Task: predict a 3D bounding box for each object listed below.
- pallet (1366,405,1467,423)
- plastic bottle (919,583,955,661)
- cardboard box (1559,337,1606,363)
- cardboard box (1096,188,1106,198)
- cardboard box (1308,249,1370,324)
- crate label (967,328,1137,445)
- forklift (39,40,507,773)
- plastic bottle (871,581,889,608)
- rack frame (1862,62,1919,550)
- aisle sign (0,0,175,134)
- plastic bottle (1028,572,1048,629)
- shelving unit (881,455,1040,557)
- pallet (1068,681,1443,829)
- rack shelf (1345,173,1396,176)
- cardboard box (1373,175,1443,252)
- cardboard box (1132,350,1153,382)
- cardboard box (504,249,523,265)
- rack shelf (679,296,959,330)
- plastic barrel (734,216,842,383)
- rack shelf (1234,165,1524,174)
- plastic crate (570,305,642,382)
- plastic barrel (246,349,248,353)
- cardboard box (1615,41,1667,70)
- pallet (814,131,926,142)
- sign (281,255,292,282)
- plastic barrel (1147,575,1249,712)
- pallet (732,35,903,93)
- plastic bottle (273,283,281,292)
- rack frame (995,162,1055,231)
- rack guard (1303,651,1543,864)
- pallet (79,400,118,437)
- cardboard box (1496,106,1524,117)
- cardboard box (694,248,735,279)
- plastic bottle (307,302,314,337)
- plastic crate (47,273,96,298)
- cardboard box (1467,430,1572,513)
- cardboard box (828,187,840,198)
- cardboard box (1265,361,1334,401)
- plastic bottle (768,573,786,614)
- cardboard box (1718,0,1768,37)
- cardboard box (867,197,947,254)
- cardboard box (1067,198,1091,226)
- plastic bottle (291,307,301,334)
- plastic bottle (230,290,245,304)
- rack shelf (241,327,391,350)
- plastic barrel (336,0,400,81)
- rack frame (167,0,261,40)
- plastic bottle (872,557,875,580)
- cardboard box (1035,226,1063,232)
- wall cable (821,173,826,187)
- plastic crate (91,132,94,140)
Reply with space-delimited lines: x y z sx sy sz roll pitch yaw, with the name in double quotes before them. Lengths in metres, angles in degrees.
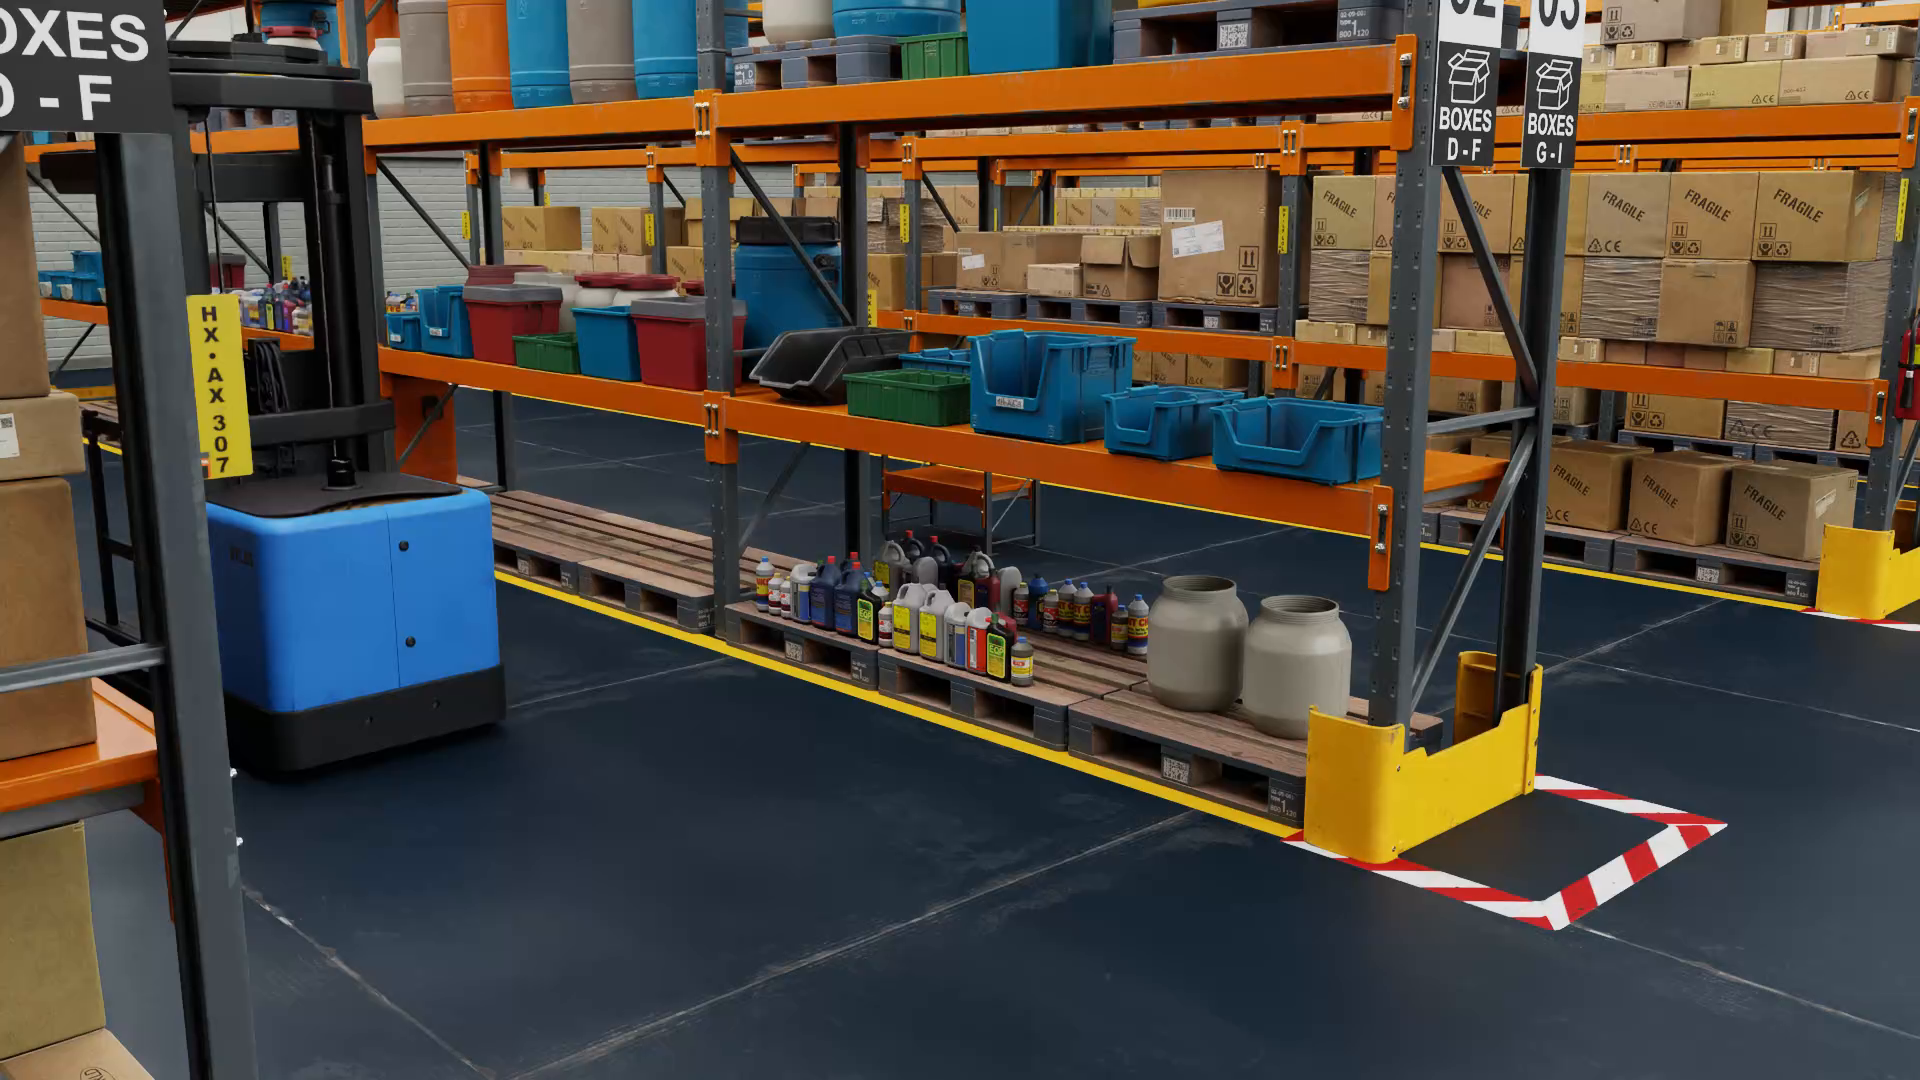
"pallet" 4.900 -1.288 17.138 1.003 0.211 1.213 -11 16 -43
"plastic bottle" -0.096 0.368 7.667 0.144 0.351 0.185 -10 15 -40
"cardboard box" 3.981 -1.207 10.459 0.380 0.149 0.250 -11 16 -43
"cardboard box" 2.346 -5.446 26.078 0.380 0.149 0.250 -11 16 -42
"cardboard box" 2.943 -1.817 11.813 0.875 0.500 0.500 -11 16 -43
"crate label" 0.390 -0.671 7.147 0.502 0.435 0.616 -11 16 -43
"forklift" -3.403 -0.726 7.671 3.031 2.935 1.130 11 16 43
"plastic bottle" -0.389 0.334 8.029 0.097 0.271 0.097 0 12 0
"rack frame" 5.439 -1.113 9.380 1.000 3.000 0.127 -11 16 -43
"aisle sign" -1.461 -1.039 2.581 0.394 0.787 0.004 -11 16 -43
"plastic bottle" 0.385 0.296 8.213 0.097 0.271 0.097 0 12 0
"shelving unit" -0.005 -0.552 11.303 0.538 1.125 1.048 -11 16 -43
"pallet" 1.213 0.819 6.913 1.003 0.211 1.213 -11 16 -43
"rack shelf" 6.526 -6.346 29.130 1.077 0.370 4.000 -11 16 -43
"cardboard box" 3.150 -2.207 11.229 0.500 0.500 0.500 -11 16 -43
"cardboard box" 2.195 -2.149 19.563 0.500 0.500 0.500 11 16 43
"cardboard box" -5.110 -3.338 19.813 0.500 0.250 0.500 -11 16 -43
"rack shelf" -1.467 -2.220 16.536 1.077 0.370 4.000 -11 16 -43
"plastic barrel" -0.953 -1.351 9.292 0.600 0.901 0.708 -11 16 -43
"rack shelf" 5.701 -5.070 22.937 1.077 0.370 4.000 -11 16 -43
"plastic crate" -1.892 -1.116 9.436 0.392 0.384 0.575 -11 16 -43
"plastic barrel" -5.578 -1.167 13.801 0.600 0.901 0.708 -11 16 -43
"cardboard box" 4.129 -2.892 9.965 0.250 0.149 0.380 11 16 42
"pallet" -0.568 -3.744 15.184 1.213 0.211 1.003 -10 15 -40
"sign" -6.031 -2.386 14.873 0.100 0.325 0.005 -11 16 -43
"plastic barrel" 1.001 0.431 7.008 0.421 0.512 0.421 0 12 0
"pallet" -0.336 -2.292 8.135 1.213 0.211 1.003 -11 16 -43
"plastic bottle" -5.924 -2.101 14.483 0.152 0.276 0.135 -11 16 -43
"rack frame" 0.809 -3.541 21.164 1.000 3.000 0.127 -11 16 -43
"rack guard" 1.771 0.797 6.304 1.175 0.500 0.348 -11 16 -43
"pallet" -8.651 -1.266 17.035 1.003 0.211 1.213 -11 16 -43
"cardboard box" 3.507 -2.841 10.704 0.500 0.250 0.500 11 16 43
"cardboard box" -2.363 -2.738 17.020 0.500 0.500 0.500 -11 16 -42
"plastic bottle" -4.750 -1.637 12.241 0.097 0.271 0.097 0 12 0
"plastic crate" -8.805 -2.527 16.511 0.416 0.233 0.300 -11 16 -43
"cardboard box" 3.811 -0.452 11.326 0.500 0.500 0.500 10 15 40
"cardboard box" -1.482 -4.634 23.006 0.500 0.500 0.500 -10 15 -41
"cardboard box" 3.927 -1.959 18.023 1.050 0.750 0.750 -11 16 -43
"plastic bottle" -0.932 0.271 8.507 0.097 0.201 0.097 0 12 0
"cardboard box" 4.609 -3.276 10.221 0.500 0.500 0.500 -11 16 -43
"cardboard box" -0.579 -2.930 15.465 0.797 0.503 0.637 -10 15 -41
"cardboard box" 2.045 -5.184 26.412 0.500 0.500 0.500 11 16 44
"plastic bottle" -4.952 -1.645 12.455 0.097 0.201 0.097 0 12 0
"plastic bottle" -5.746 -1.858 13.302 0.152 0.276 0.135 -11 16 -43
"rack shelf" -5.049 -1.530 13.186 1.077 0.370 4.000 -11 16 -43
"plastic barrel" -4.057 -3.559 11.713 0.600 0.830 0.708 -11 16 -43
"rack frame" -6.430 -5.112 13.925 1.000 3.000 0.127 -11 16 -43
"plastic bottle" -0.429 0.158 9.055 0.097 0.201 0.097 0 12 0
"cardboard box" 1.121 -3.716 20.120 0.380 0.149 0.250 -11 16 -42
"wall cable" -2.354 -6.162 31.290 0.585 1.953 0.123 -11 16 -43
"plastic crate" -7.584 -3.647 14.898 0.293 0.136 0.466 -11 16 -43
